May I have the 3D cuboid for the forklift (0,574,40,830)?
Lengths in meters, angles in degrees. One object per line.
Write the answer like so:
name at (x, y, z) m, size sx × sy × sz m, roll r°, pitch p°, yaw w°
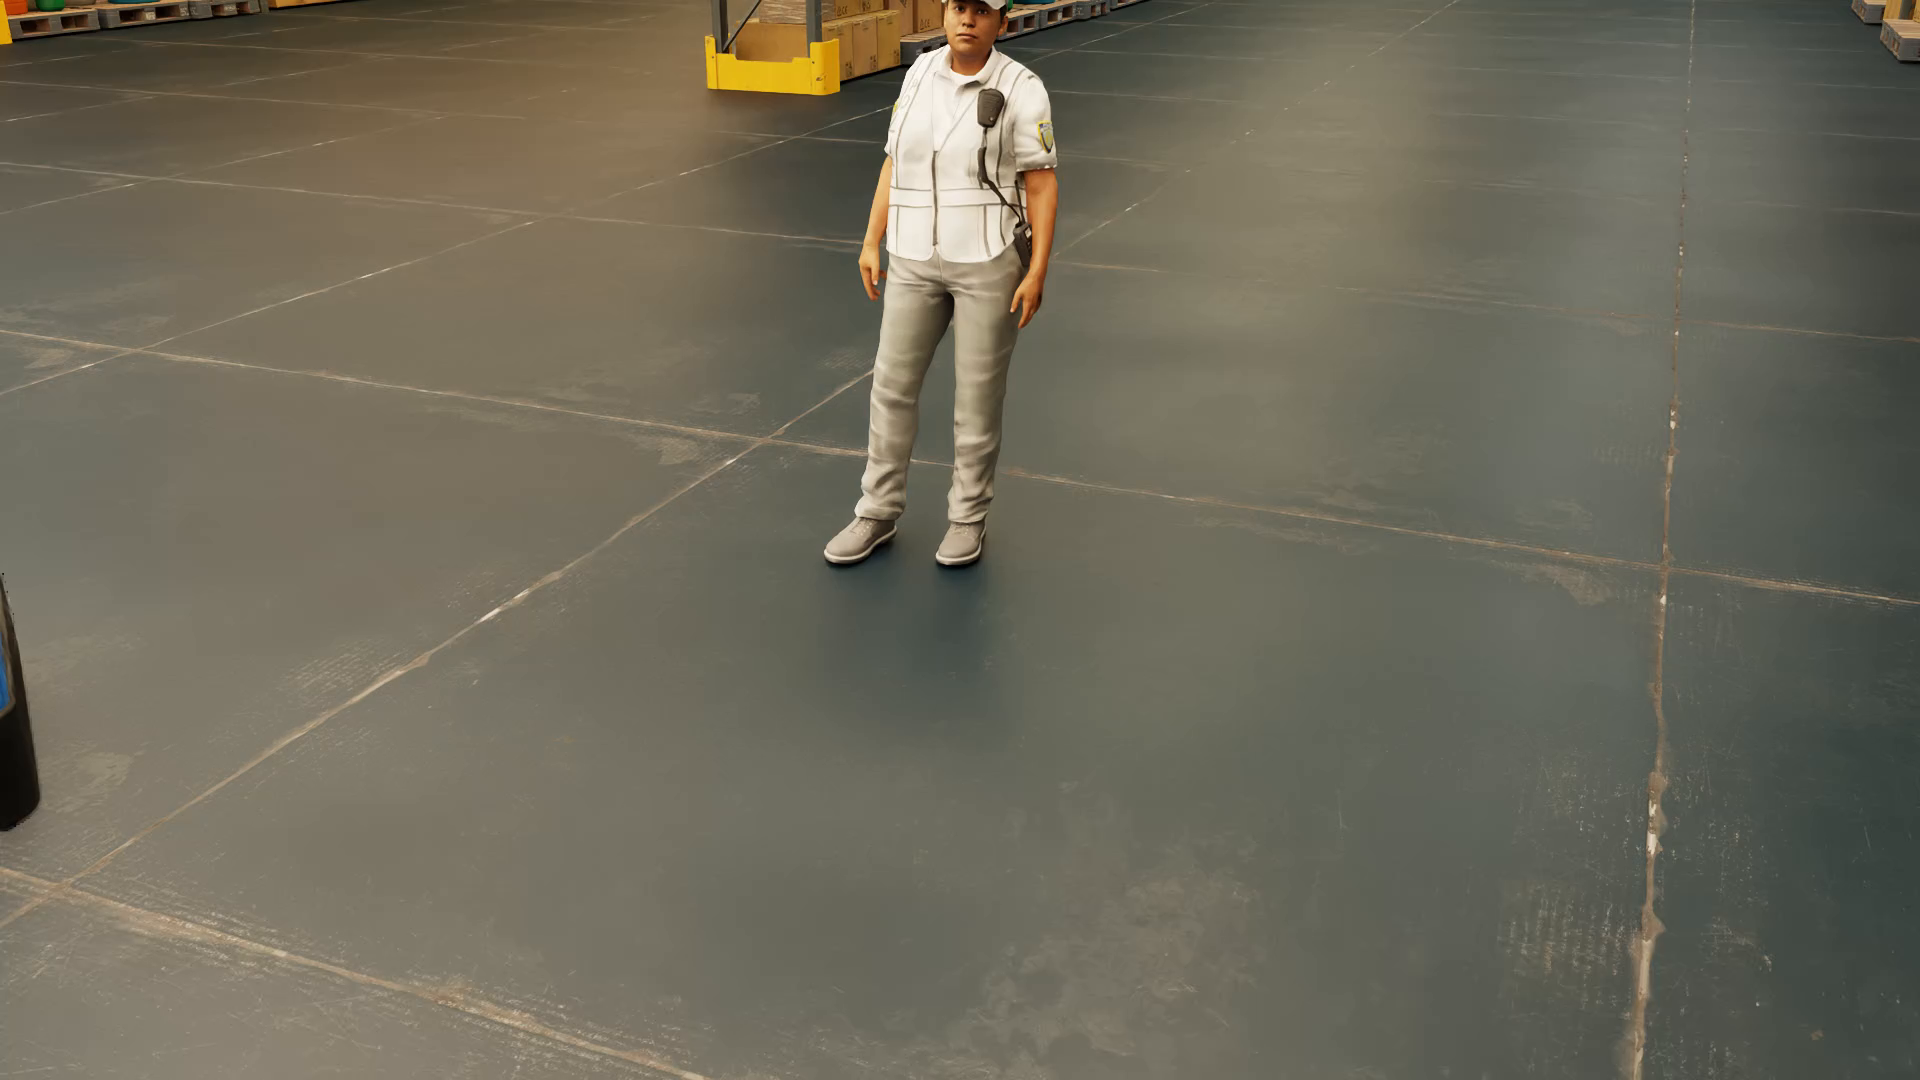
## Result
forklift at (-3.498, -0.574, 2.667) m, size 3.031 × 2.935 × 1.130 m, roll -13°, pitch 26°, yaw -28°

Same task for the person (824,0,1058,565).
person at (-0.050, -0.752, 4.711) m, size 0.598 × 1.670 × 0.529 m, roll 9°, pitch 24°, yaw 21°
